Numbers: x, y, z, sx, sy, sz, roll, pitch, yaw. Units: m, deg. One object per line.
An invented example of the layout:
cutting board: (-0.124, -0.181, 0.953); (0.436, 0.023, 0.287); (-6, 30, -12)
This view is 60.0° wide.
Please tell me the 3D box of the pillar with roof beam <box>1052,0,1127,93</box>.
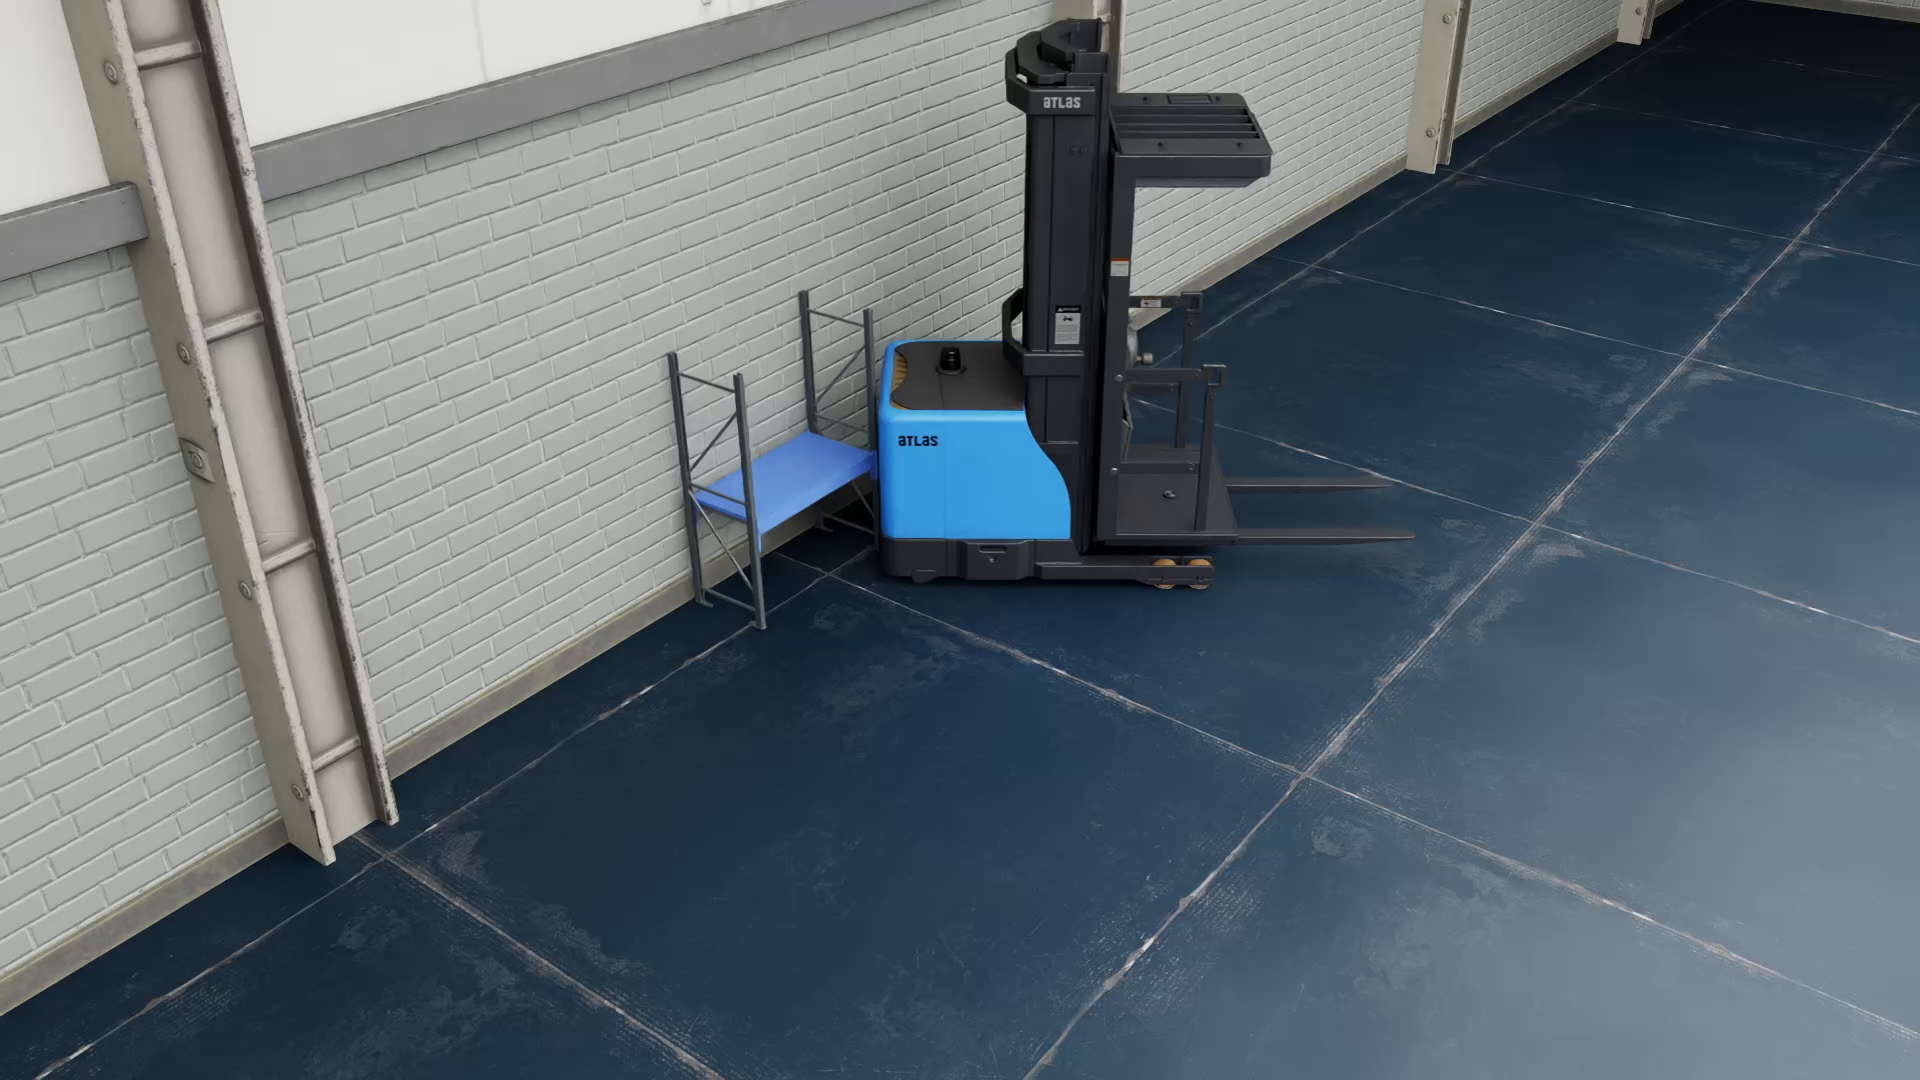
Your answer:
pillar with roof beam: (4.240, -3.667, 7.169); (9.100, 9.000, 0.400); (21, 37, 31)

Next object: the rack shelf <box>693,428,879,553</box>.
rack shelf: (-0.965, -0.292, 9.173); (0.538, 0.185, 1.000); (20, 36, 31)

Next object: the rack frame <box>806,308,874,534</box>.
rack frame: (-0.667, -0.657, 9.434); (0.475, 1.308, 0.013); (20, 36, 31)

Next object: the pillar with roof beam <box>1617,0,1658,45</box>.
pillar with roof beam: (11.484, -8.545, 15.399); (9.100, 9.000, 0.400); (21, 37, 31)

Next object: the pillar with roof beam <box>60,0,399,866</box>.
pillar with roof beam: (0.619, -1.229, 3.054); (9.100, 9.000, 0.400); (21, 37, 31)

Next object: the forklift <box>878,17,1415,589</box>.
forklift: (1.063, -1.259, 9.056); (3.031, 2.935, 1.130); (0, 31, 0)

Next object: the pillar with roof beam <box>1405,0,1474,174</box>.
pillar with roof beam: (7.862, -6.106, 11.284); (9.100, 9.000, 0.400); (21, 37, 31)

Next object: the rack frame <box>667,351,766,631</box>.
rack frame: (-1.270, -0.238, 8.731); (0.500, 1.500, 0.032); (20, 36, 31)

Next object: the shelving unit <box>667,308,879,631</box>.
shelving unit: (-0.971, -0.445, 9.079); (0.538, 1.500, 1.039); (20, 36, 31)
